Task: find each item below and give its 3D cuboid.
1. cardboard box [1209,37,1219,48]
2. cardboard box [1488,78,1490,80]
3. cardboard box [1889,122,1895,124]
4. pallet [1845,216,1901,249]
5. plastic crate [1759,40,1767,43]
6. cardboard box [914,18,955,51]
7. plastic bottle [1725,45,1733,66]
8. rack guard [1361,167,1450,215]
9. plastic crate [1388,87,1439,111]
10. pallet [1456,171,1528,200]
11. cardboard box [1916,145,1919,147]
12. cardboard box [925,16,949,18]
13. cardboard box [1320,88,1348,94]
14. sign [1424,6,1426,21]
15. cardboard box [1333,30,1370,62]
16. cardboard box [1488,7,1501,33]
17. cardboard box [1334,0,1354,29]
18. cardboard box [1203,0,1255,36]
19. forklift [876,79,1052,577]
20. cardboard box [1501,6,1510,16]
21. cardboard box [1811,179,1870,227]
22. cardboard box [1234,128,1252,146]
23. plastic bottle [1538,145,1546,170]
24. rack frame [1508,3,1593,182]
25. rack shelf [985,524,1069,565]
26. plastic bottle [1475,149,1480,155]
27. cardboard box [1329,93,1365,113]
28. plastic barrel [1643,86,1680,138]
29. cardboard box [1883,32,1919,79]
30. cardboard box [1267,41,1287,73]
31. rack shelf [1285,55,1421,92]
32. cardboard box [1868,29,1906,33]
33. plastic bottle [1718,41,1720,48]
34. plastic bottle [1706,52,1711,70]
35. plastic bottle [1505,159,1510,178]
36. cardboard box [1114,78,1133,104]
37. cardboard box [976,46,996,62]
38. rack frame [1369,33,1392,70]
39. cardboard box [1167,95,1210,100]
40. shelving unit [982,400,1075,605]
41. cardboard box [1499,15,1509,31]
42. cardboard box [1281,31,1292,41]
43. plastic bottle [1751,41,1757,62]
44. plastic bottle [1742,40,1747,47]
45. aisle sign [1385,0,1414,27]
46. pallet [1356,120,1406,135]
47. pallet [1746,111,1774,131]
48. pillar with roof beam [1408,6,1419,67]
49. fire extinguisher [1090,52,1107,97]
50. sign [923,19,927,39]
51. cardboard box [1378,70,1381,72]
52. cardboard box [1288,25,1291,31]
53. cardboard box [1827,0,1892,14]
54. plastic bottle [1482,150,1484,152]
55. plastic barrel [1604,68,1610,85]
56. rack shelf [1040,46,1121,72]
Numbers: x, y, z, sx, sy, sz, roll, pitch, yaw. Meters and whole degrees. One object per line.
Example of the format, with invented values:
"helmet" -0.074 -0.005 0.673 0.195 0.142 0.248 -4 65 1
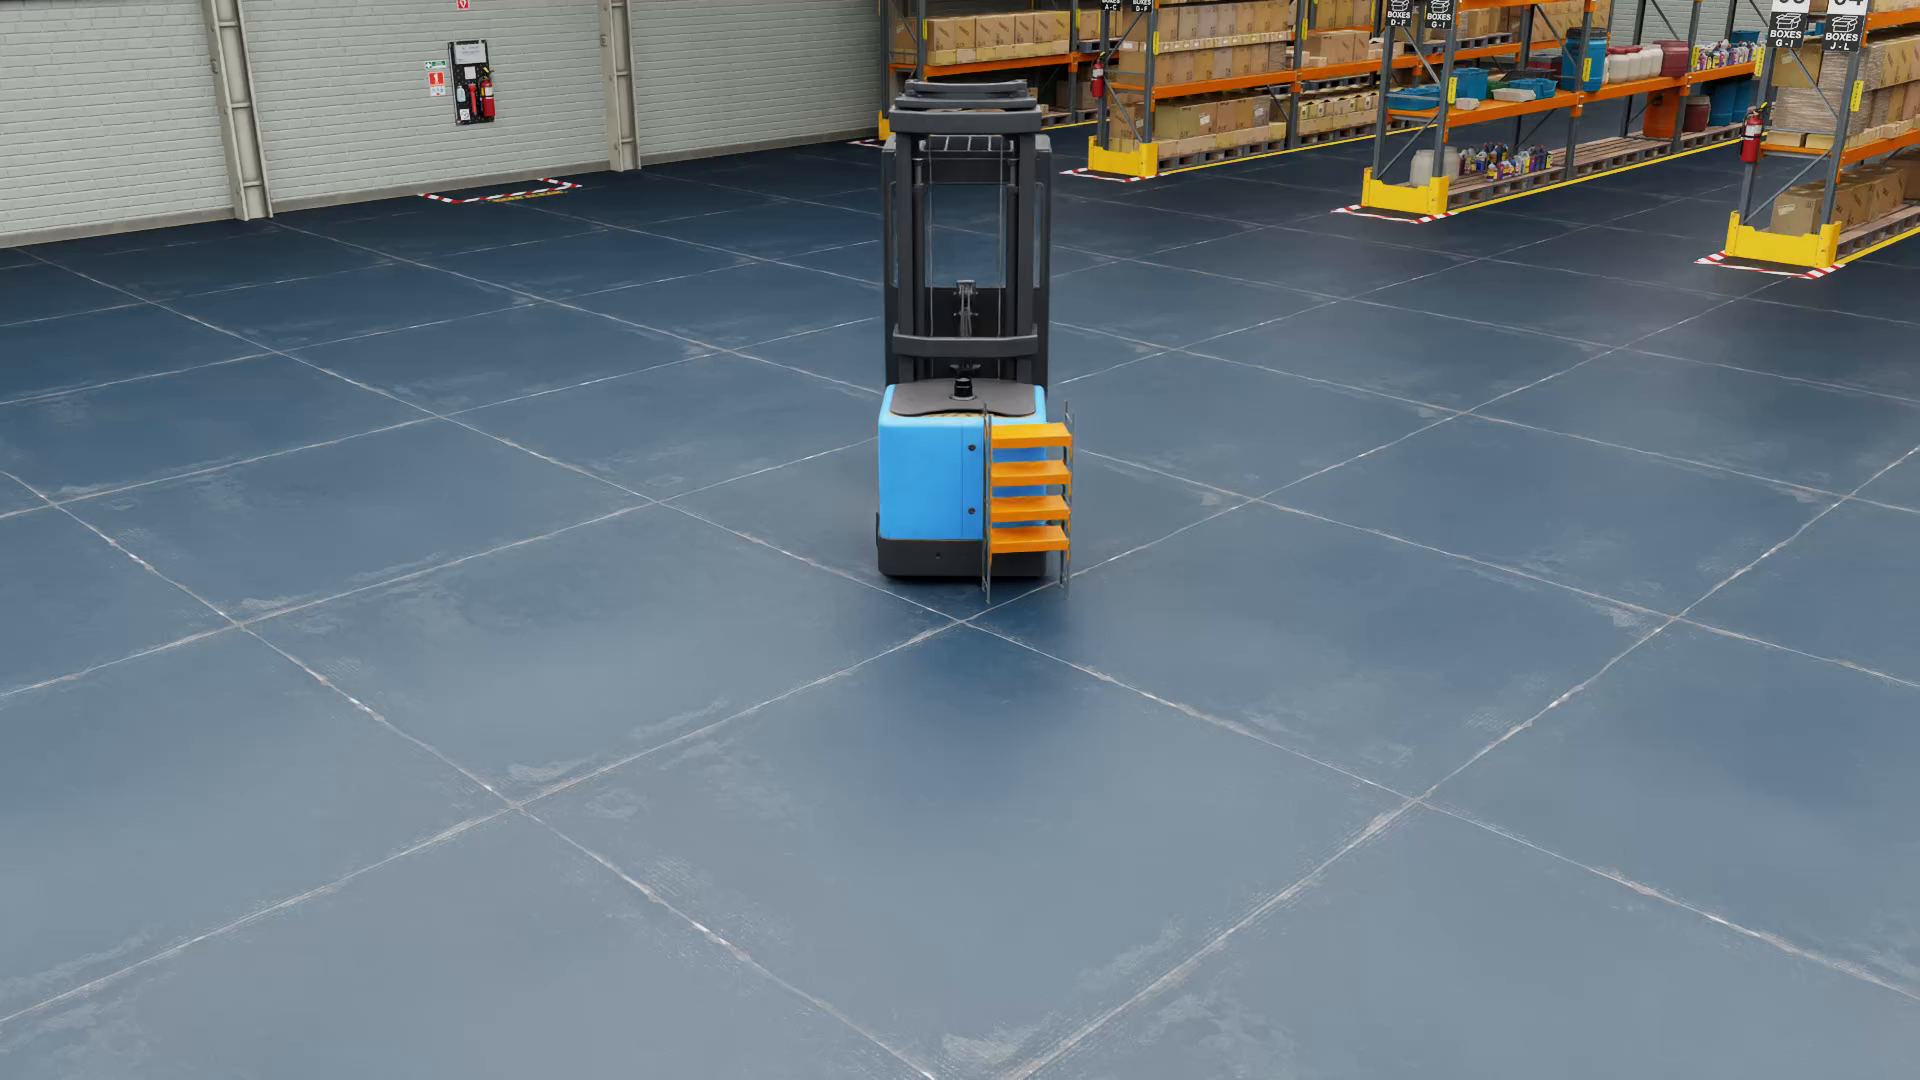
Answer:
"cardboard box" 3.886 -7.918 26.450 0.380 0.149 0.250 19 28 40
"cardboard box" 10.092 -8.861 32.818 0.500 0.500 0.500 20 29 41
"cardboard box" 11.221 -5.065 20.421 0.380 0.149 0.250 19 28 41
"pallet" 11.152 -3.940 21.030 1.003 0.211 1.213 19 28 41
"plastic crate" 15.478 -9.462 31.794 0.293 0.136 0.466 19 28 41
"cardboard box" -0.443 -8.766 28.835 0.500 0.500 0.500 19 28 41
"plastic bottle" 13.303 -8.410 28.842 0.144 0.351 0.185 19 28 41
"rack guard" 6.127 -4.814 22.902 1.175 0.500 0.348 19 28 41
"plastic crate" 6.242 -6.083 22.928 0.499 0.251 0.616 19 28 41
"pallet" 7.548 -5.199 24.306 1.003 0.211 1.213 19 28 41
"cardboard box" 14.015 -5.334 23.643 0.500 0.500 0.700 -17 27 -38
"cardboard box" -0.456 -9.019 29.496 0.500 0.500 0.500 -20 29 -41
"cardboard box" 6.848 -8.092 30.412 0.500 0.311 0.500 18 28 39
"sign" 8.542 -9.649 30.383 0.100 0.325 0.005 19 28 41
"cardboard box" 6.983 -8.858 29.799 0.500 0.500 0.500 17 27 38
"cardboard box" 10.441 -10.452 33.361 0.700 0.500 0.500 9 23 23
"cardboard box" 8.284 -11.975 37.631 0.980 0.700 0.700 18 28 39
"cardboard box" 4.345 -8.496 27.050 0.700 0.500 0.500 19 28 41
"forklift" 0.050 -1.620 11.205 1.130 2.935 3.031 1 21 1
"cardboard box" 11.099 -10.983 33.935 0.500 0.500 0.500 19 28 41
"cardboard box" 10.946 -4.214 20.755 0.500 0.500 0.500 -17 27 -37
"cardboard box" 4.490 -6.699 27.569 0.500 0.250 0.500 19 28 41
"plastic bottle" 8.655 -5.709 24.825 0.144 0.351 0.185 18 28 39
"rack frame" 8.898 -6.977 25.047 1.000 3.000 0.127 19 28 41
"rack shelf" 0.401 0.025 10.071 0.480 0.148 0.258 -3 22 -7
"plastic bottle" 7.761 -5.731 24.976 0.133 0.283 0.061 -19 28 -40
"cardboard box" 6.890 -7.832 29.736 0.500 0.311 0.500 -19 28 -41
"plastic barrel" 12.017 -7.319 28.375 0.600 0.830 0.708 19 28 41
"cardboard box" 11.632 -5.948 20.422 0.500 0.500 0.500 19 28 41
"cardboard box" 5.046 -8.149 27.956 0.700 0.500 0.500 18 28 39
"rack shelf" 6.747 -8.396 29.742 1.077 0.370 4.000 19 28 41
"cardboard box" 11.603 -6.209 21.100 0.500 0.500 0.500 19 28 41
"plastic bottle" 13.824 -8.958 30.362 0.061 0.283 0.133 19 28 41
"plastic bottle" 12.671 -8.124 28.191 0.061 0.283 0.133 19 28 41
"plastic bottle" 7.904 -5.383 24.088 0.097 0.271 0.097 0 21 0
"cardboard box" 3.010 -8.955 33.064 0.700 0.500 0.500 20 28 41
"cardboard box" 0.289 -8.681 29.659 0.500 0.250 0.500 19 28 40
"rack frame" 10.171 -12.542 39.524 1.000 3.000 0.127 19 28 41
"cardboard box" 3.759 -7.054 27.448 0.500 0.500 0.500 19 28 41
"shelving unit" 0.402 -0.221 9.971 0.503 1.200 0.258 -3 22 -7
"cardboard box" 11.097 -10.514 34.109 0.500 0.500 0.500 -20 28 -41
"cardboard box" 5.315 -8.444 27.819 0.380 0.149 0.250 19 28 41
"plastic bottle" 14.072 -8.693 29.578 0.144 0.351 0.185 19 28 41
"plastic bottle" 13.968 -8.729 29.672 0.144 0.351 0.185 19 28 41
"aisle sign" 5.844 -7.219 22.051 0.394 0.787 0.004 19 28 41
"pallet" 7.540 -7.743 30.925 1.003 0.211 1.213 19 28 41
"pallet" 14.964 -7.931 31.415 1.003 0.211 1.213 19 28 41
"pillar with roof beam" 14.519 -15.175 38.013 9.100 9.000 0.400 19 28 41
"fire extinguisher" 2.146 -7.240 25.837 0.296 0.674 0.183 19 28 41
"sign" -0.602 -8.697 28.315 0.100 0.325 0.005 19 28 41
"cardboard box" 9.754 -11.366 39.363 0.700 0.500 0.500 19 28 41
"cardboard box" 6.975 -11.122 36.152 0.250 0.149 0.380 -19 28 -40
"cardboard box" 10.177 -6.099 18.789 0.500 0.250 0.500 -19 28 -40
"plastic bottle" 7.830 -5.710 24.939 0.097 0.271 0.097 0 21 0
"plastic barrel" 9.931 -7.215 25.857 0.301 0.262 0.301 0 21 0
"rack shelf" 3.195 -9.635 32.965 1.077 0.370 4.000 19 28 41
